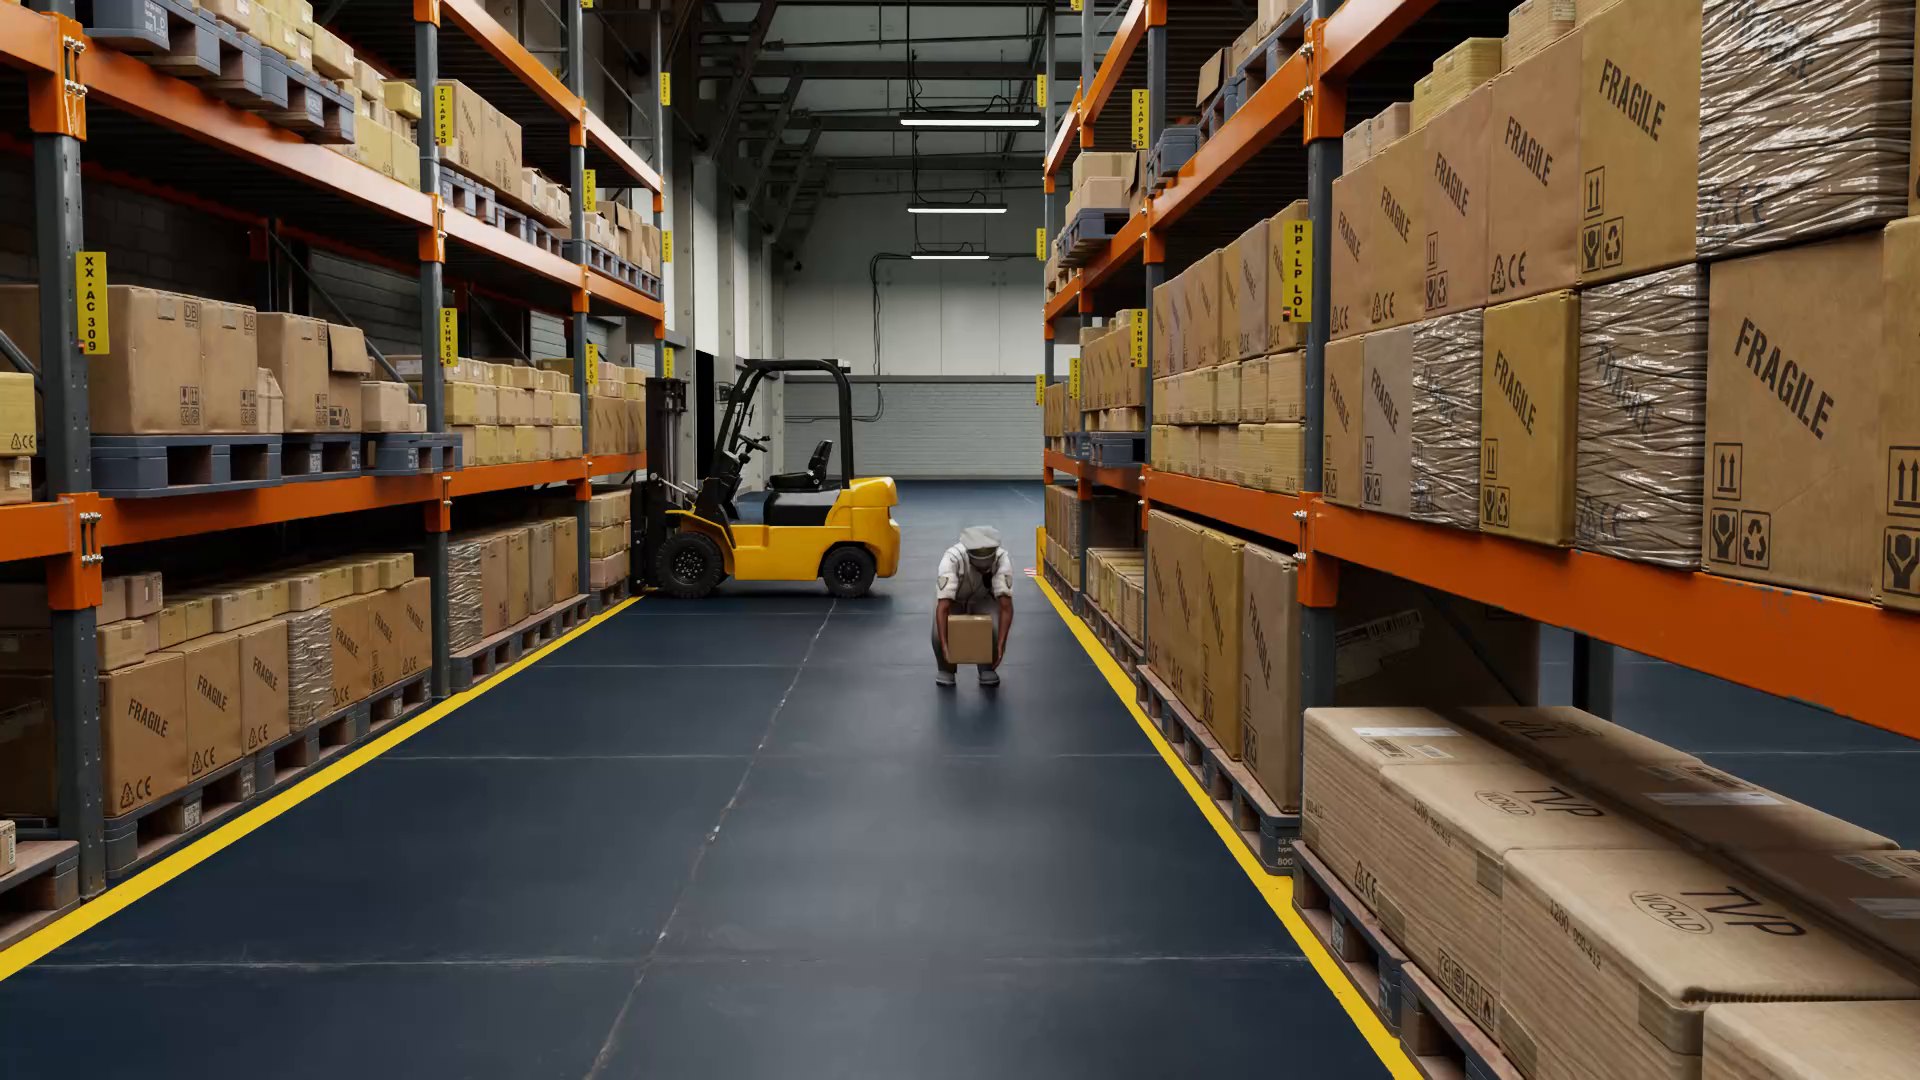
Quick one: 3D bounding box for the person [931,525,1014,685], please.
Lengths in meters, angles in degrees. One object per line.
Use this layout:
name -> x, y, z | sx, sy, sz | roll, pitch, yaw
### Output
person -> 0.068, 0.387, 9.903 | 0.482, 0.978, 0.832 | 0, 4, -2
